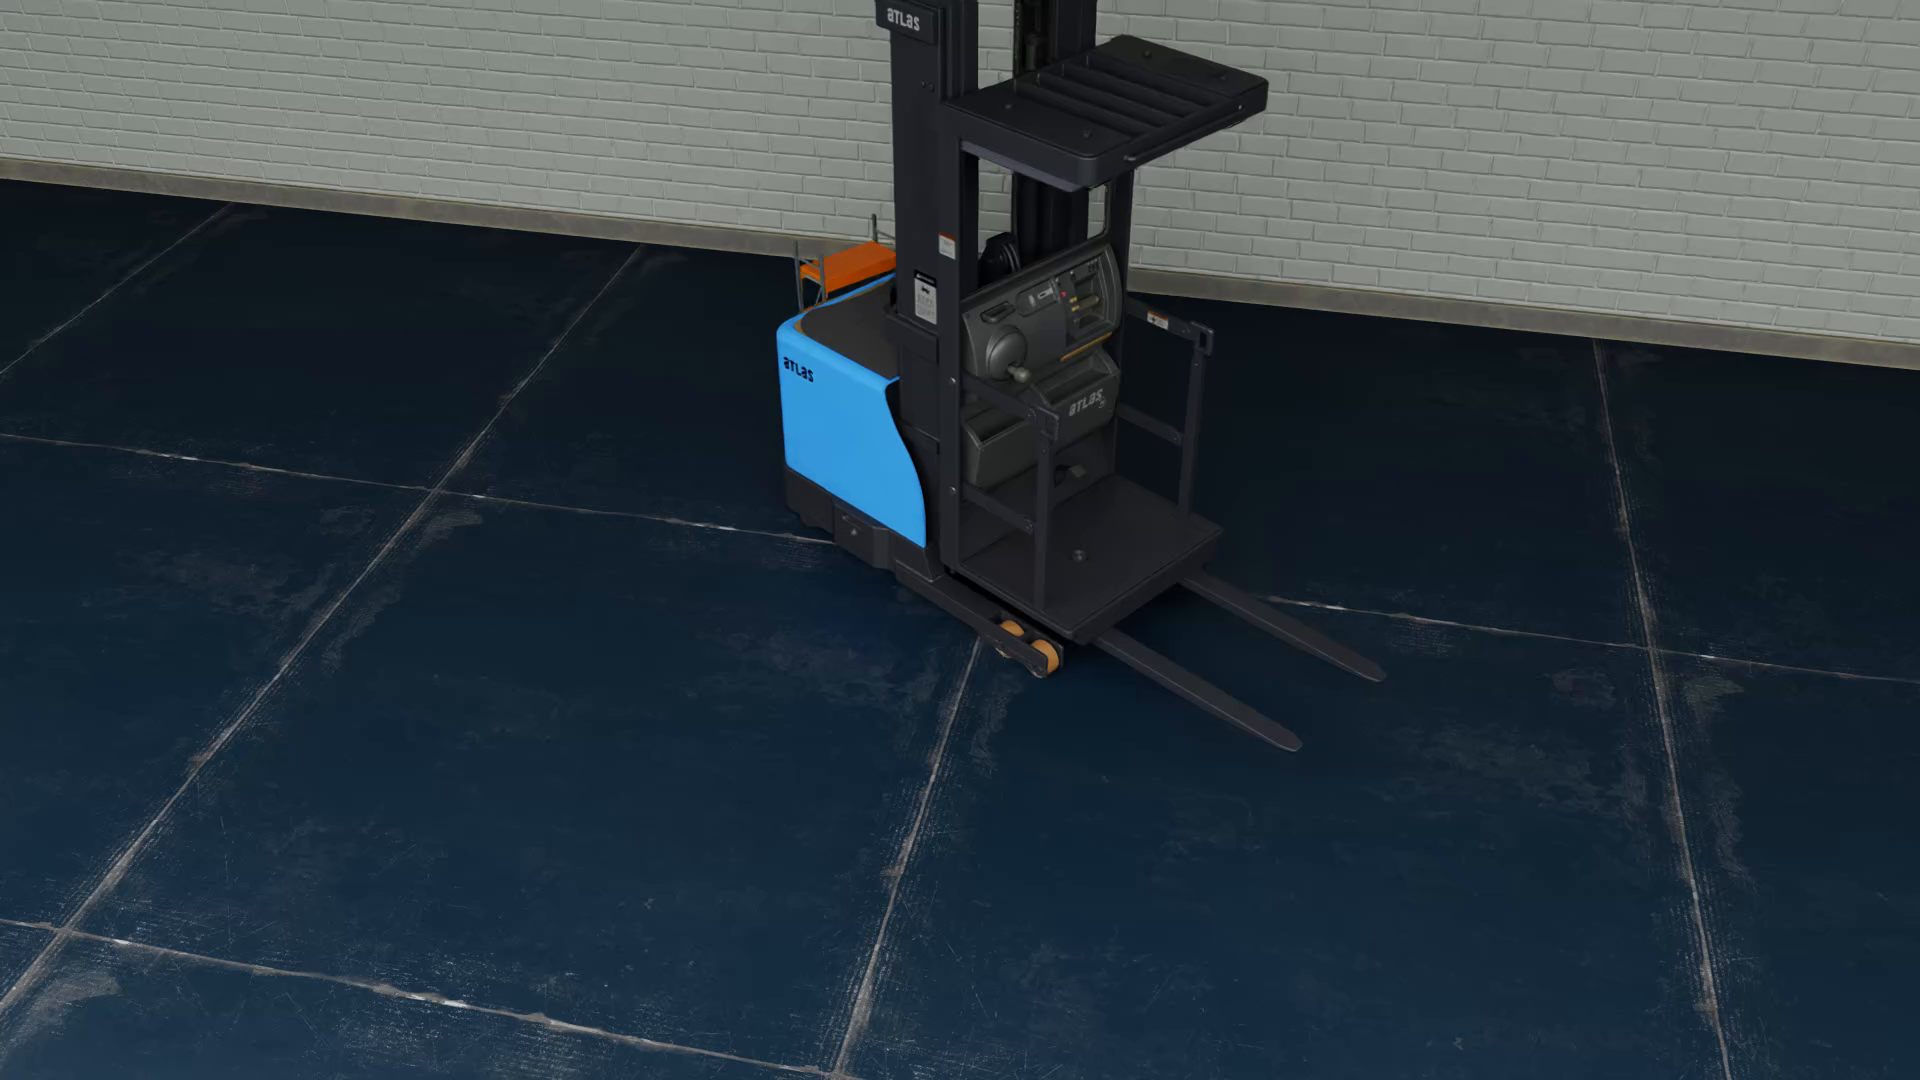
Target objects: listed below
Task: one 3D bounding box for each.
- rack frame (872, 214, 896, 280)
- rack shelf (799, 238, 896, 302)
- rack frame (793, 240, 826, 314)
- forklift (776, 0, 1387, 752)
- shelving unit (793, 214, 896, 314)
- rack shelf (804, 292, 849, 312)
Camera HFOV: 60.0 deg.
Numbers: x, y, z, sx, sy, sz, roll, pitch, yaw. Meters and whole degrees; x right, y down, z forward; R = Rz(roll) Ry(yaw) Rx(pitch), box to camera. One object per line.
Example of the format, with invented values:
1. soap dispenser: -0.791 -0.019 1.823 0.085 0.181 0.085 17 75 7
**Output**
1. rack frame: -0.351 -1.120 8.761 0.015 1.200 0.240 -26 40 -31
2. rack shelf: -0.553 -1.356 8.419 0.480 0.148 0.258 -26 40 -31
3. rack frame: -0.729 -0.939 8.511 0.015 1.200 0.240 -26 40 -31
4. forklift: 0.513 -0.921 7.023 3.031 2.935 1.130 30 46 35
5. shelving unit: -0.540 -1.029 8.636 0.503 1.200 0.258 -26 40 -31
6. rack shelf: -0.546 -1.159 8.550 0.480 0.148 0.258 -26 40 -31
